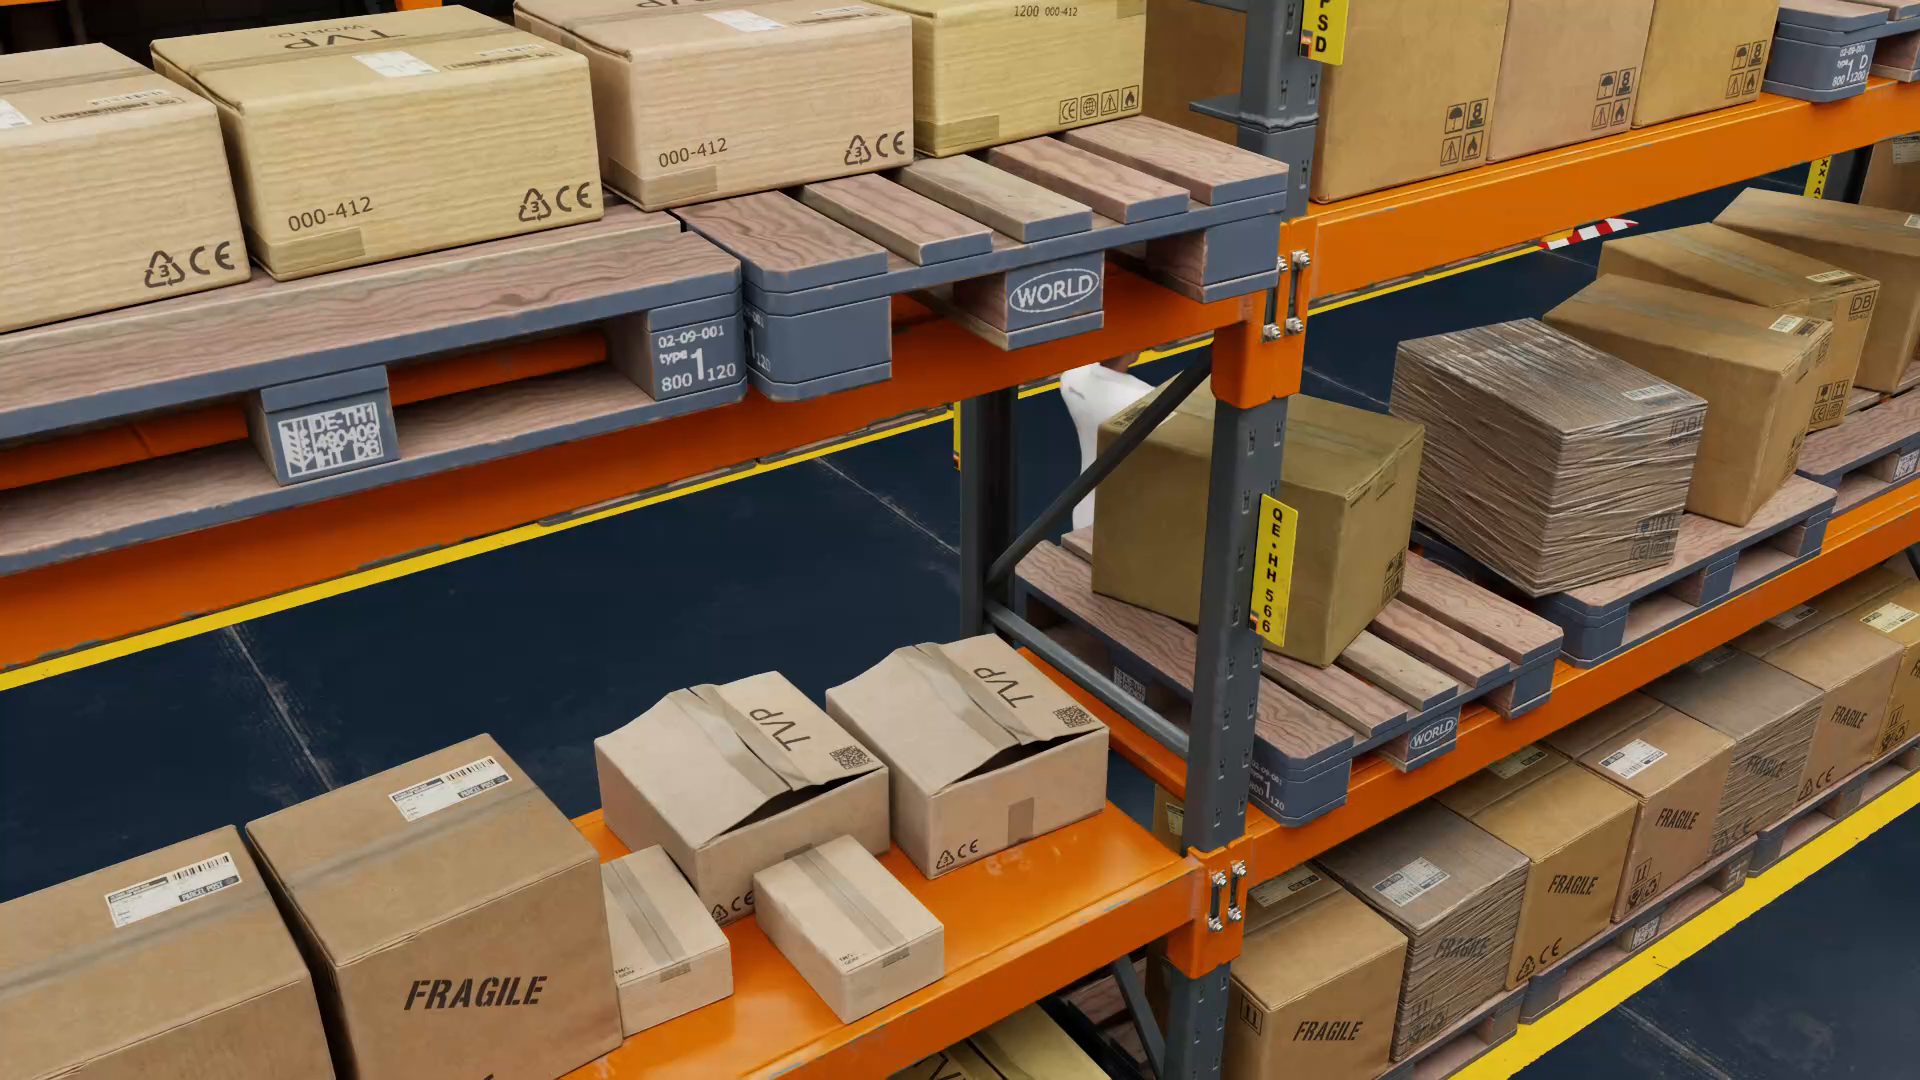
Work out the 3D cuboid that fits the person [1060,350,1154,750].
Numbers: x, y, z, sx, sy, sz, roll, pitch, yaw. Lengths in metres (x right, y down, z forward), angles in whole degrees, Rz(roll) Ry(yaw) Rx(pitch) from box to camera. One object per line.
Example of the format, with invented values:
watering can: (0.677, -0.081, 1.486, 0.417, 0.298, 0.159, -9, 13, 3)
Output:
person: (0.693, -0.078, 6.291, 0.563, 1.770, 0.529, -18, 33, -30)
